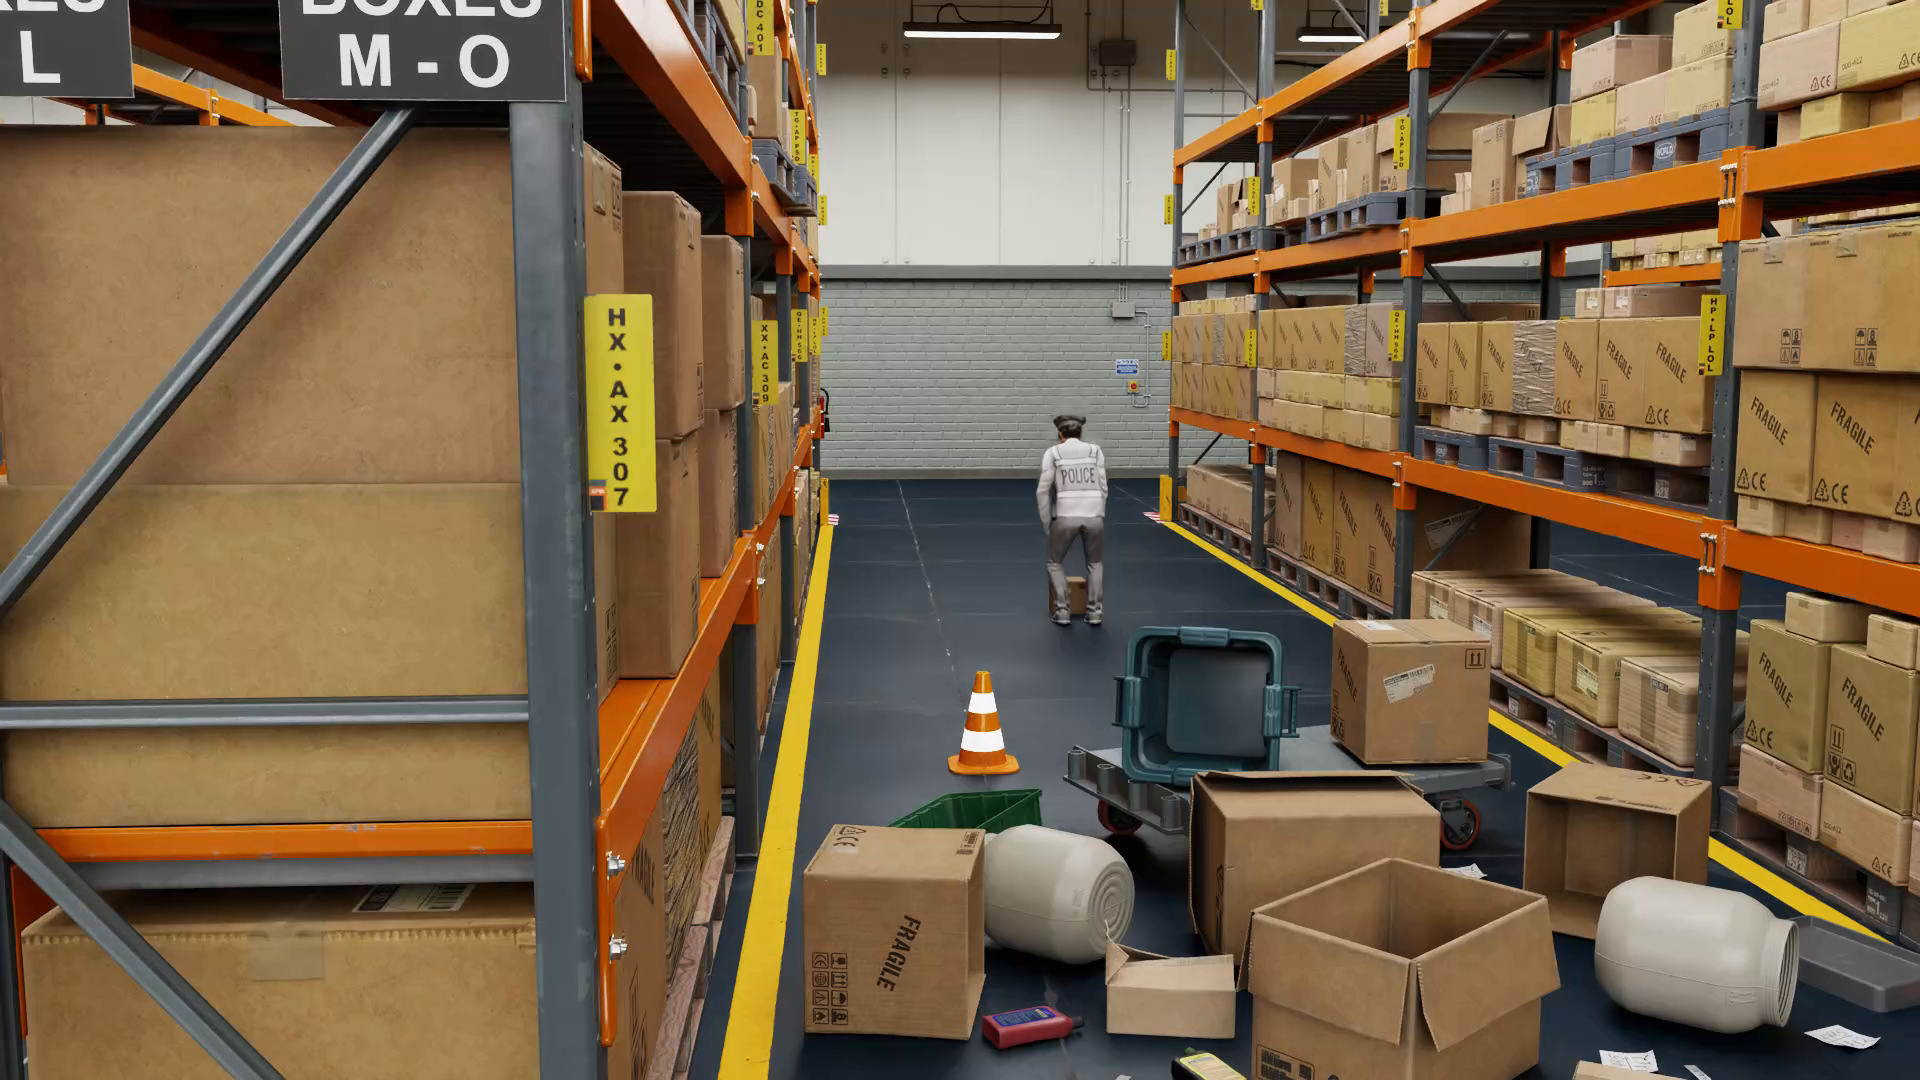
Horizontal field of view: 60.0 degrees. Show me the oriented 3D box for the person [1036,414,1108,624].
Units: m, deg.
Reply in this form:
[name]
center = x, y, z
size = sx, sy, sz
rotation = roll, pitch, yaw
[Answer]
[person]
center = 0.816, -0.148, 12.097
size = 0.527, 1.522, 0.591
rotation = 0, 7, -3
